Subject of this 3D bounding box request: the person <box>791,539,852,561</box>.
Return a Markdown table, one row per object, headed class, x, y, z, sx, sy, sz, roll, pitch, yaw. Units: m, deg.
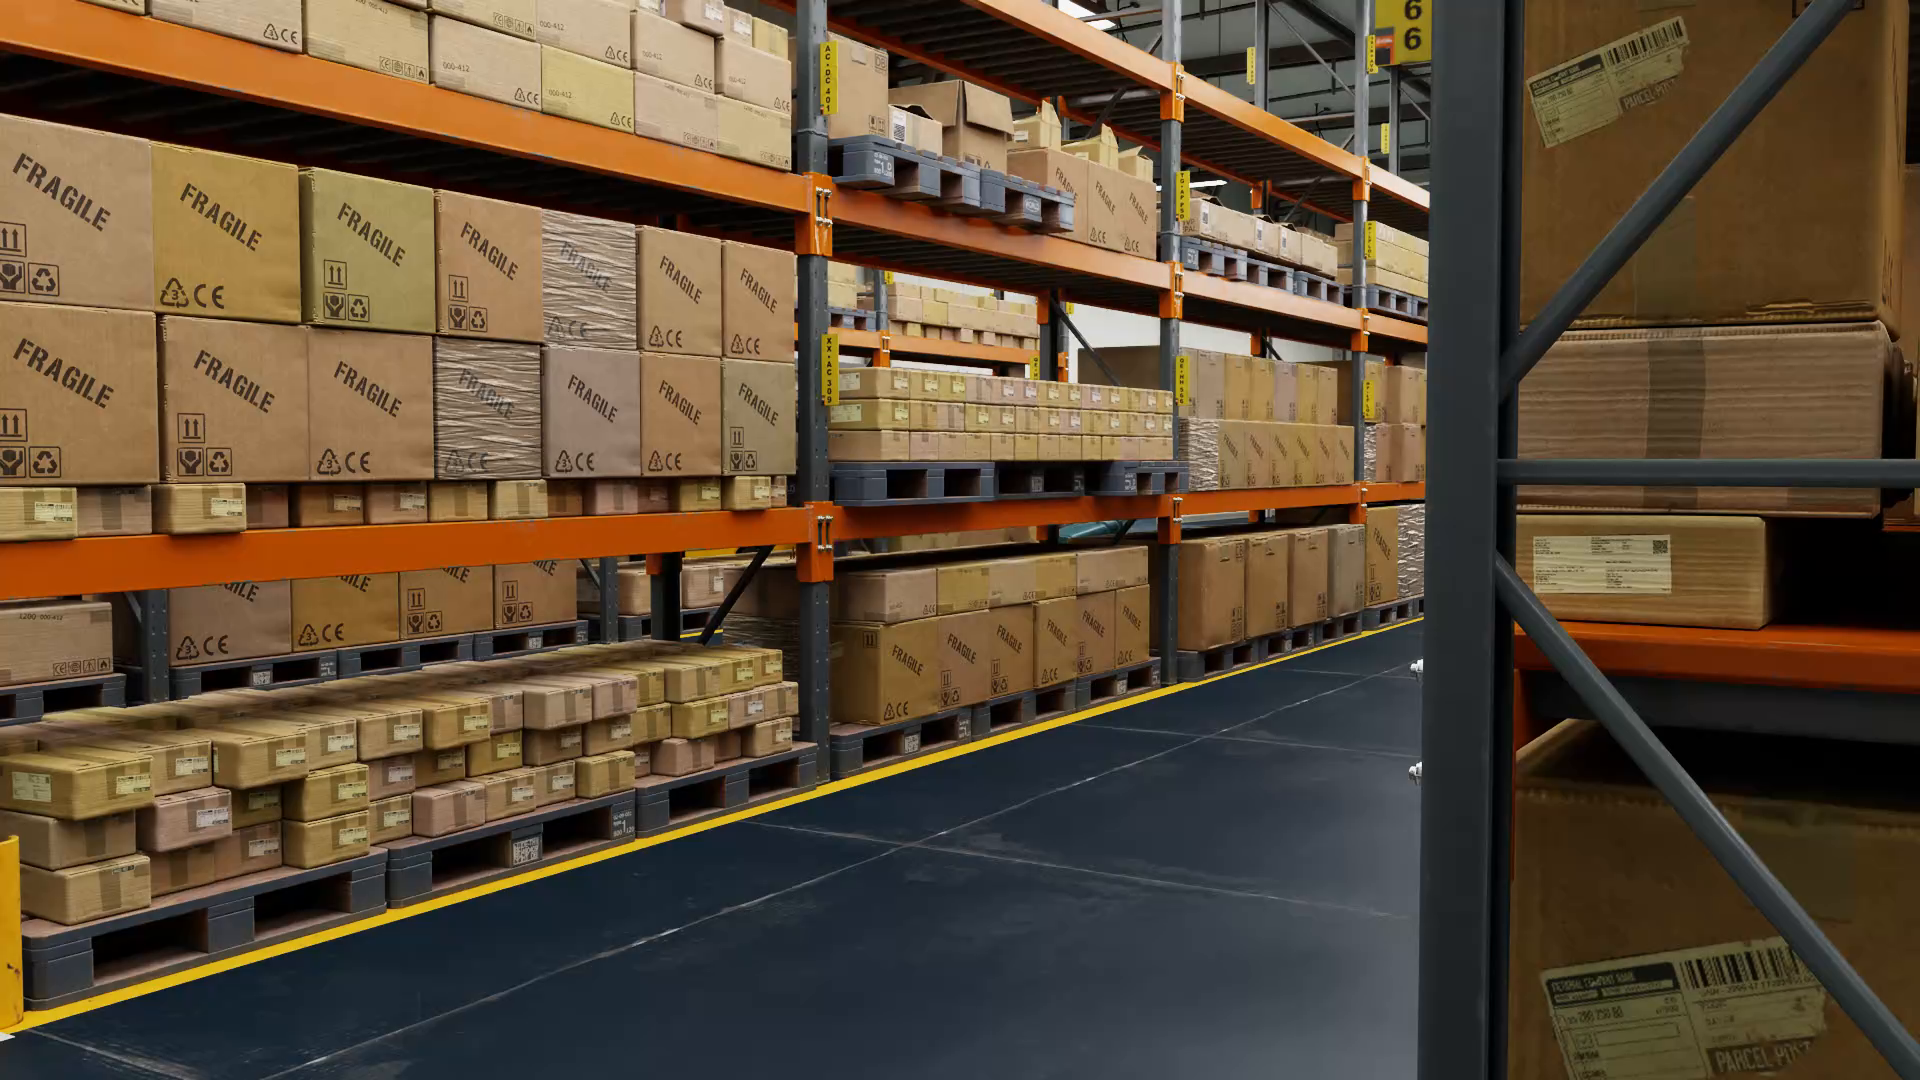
| class | x | y | z | sx | sy | sz | roll | pitch | yaw |
| --- | --- | --- | --- | --- | --- | --- | --- | --- | --- |
| person | -1.076 | 0.034 | 12.432 | 0.844 | 1.777 | 0.584 | -3 | 4 | -44 |
